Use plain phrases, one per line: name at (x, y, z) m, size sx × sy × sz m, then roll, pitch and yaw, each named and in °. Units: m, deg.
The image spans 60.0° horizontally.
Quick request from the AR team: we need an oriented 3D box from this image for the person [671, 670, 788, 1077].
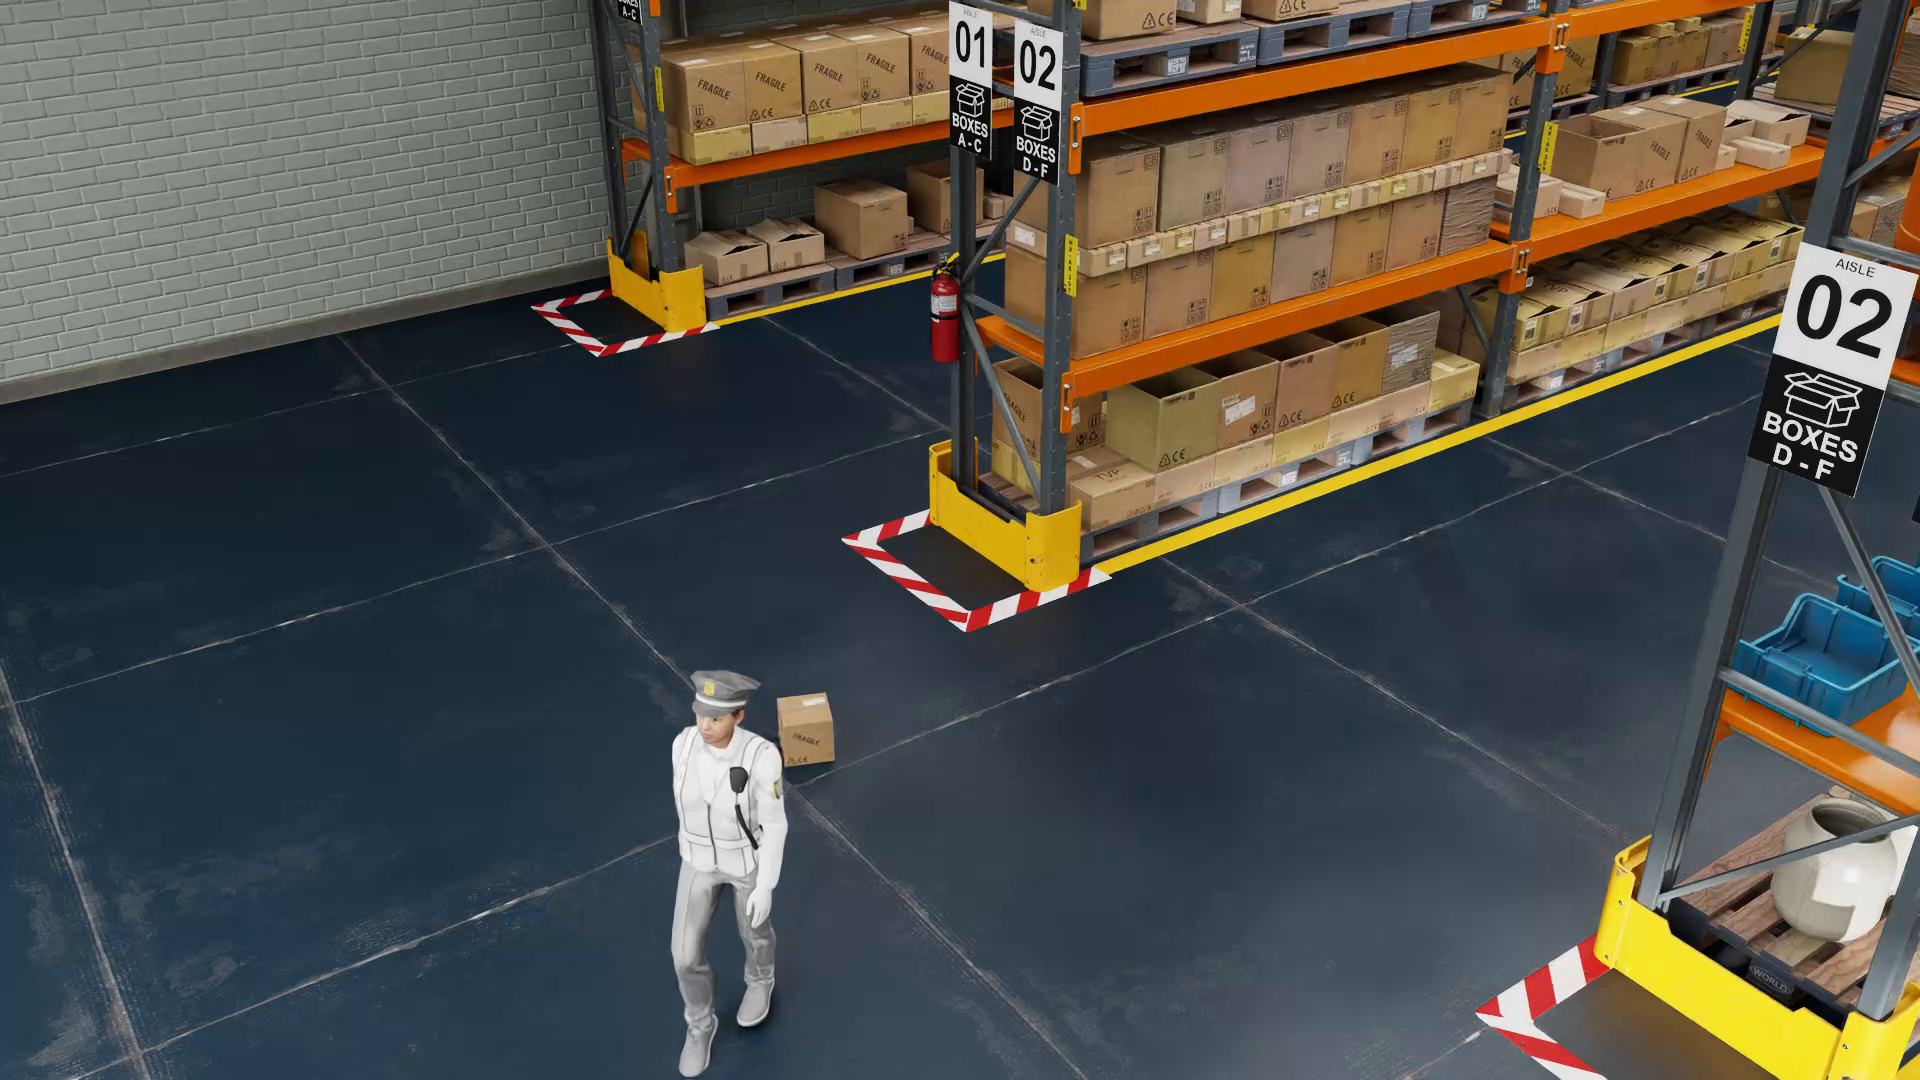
person at (-0.878, 1.267, 6.319) m, size 0.482 × 1.756 × 0.552 m, roll 6°, pitch 29°, yaw 10°
